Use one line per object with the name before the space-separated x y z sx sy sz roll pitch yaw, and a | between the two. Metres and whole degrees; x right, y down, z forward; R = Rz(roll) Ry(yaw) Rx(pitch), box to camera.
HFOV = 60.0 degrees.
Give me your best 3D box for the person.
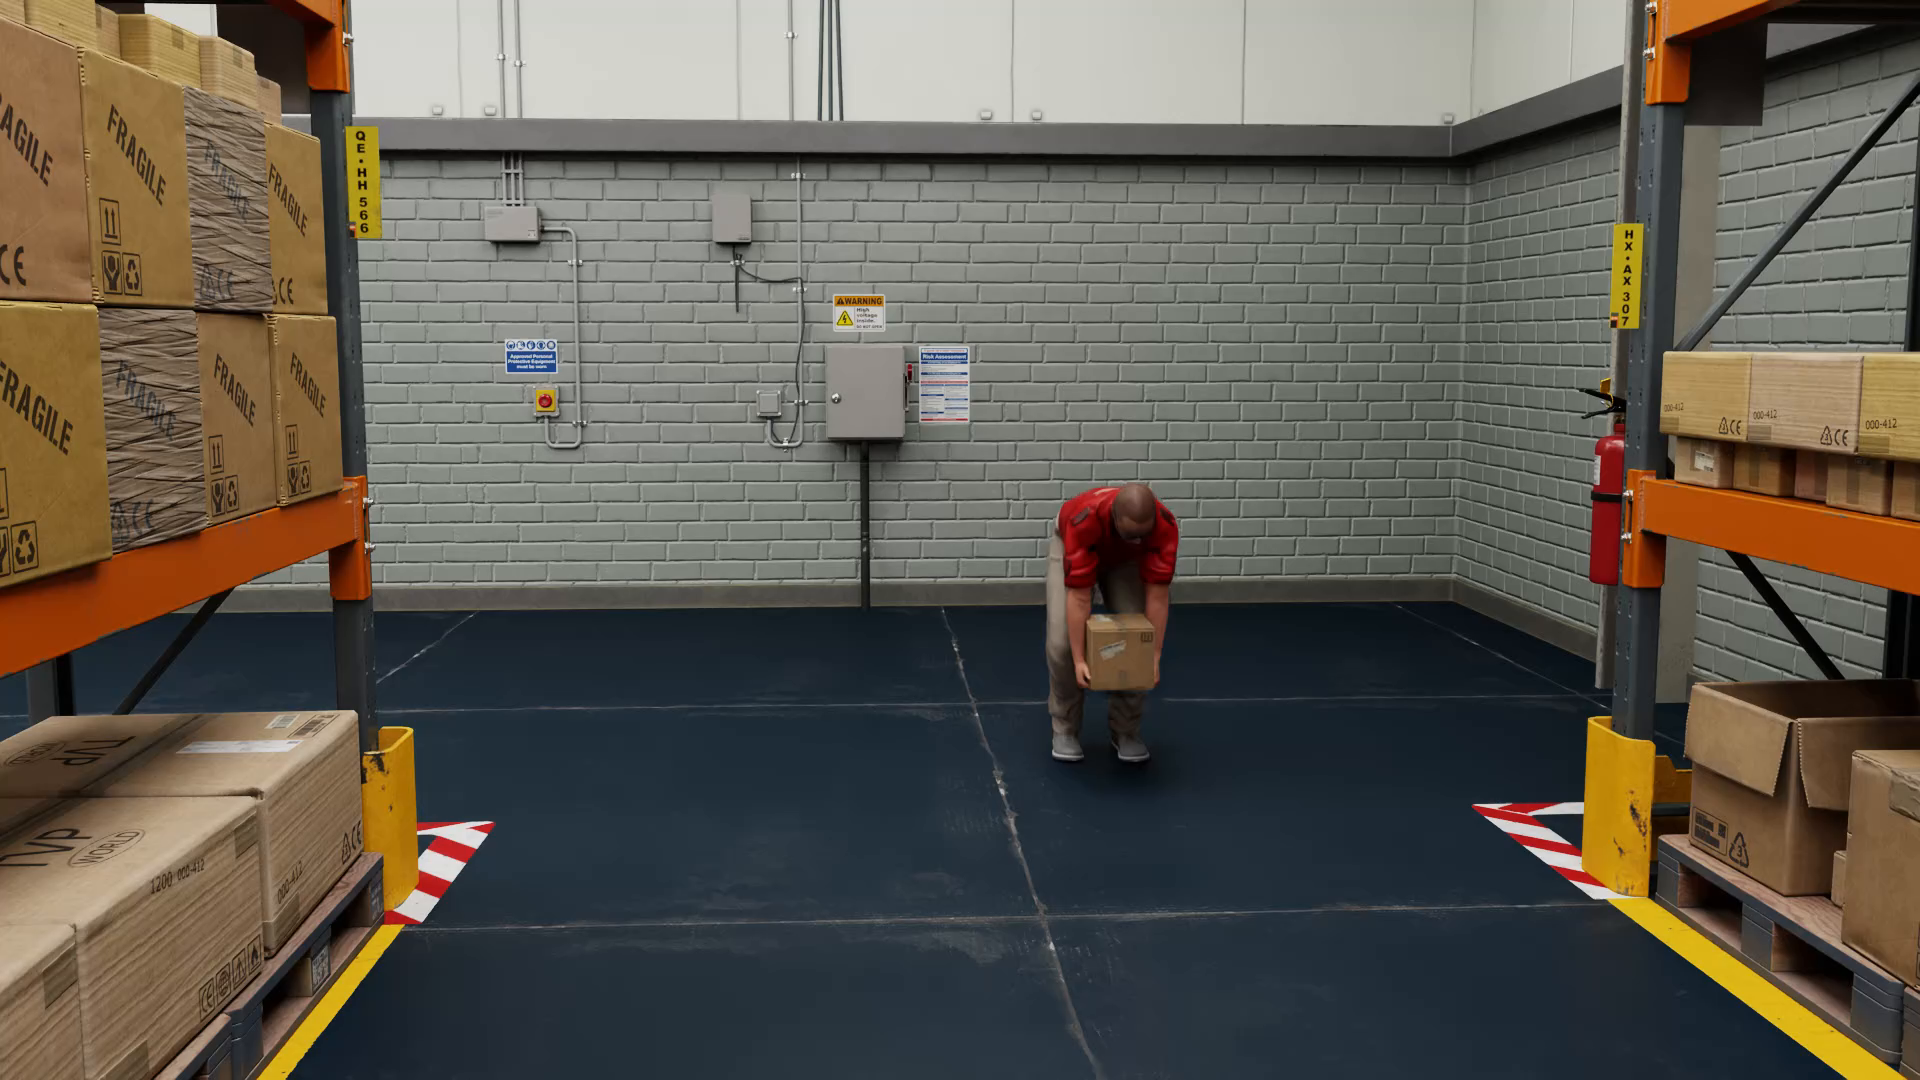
person | 0.611 0.337 6.749 0.485 1.198 0.940 -1 7 -5
